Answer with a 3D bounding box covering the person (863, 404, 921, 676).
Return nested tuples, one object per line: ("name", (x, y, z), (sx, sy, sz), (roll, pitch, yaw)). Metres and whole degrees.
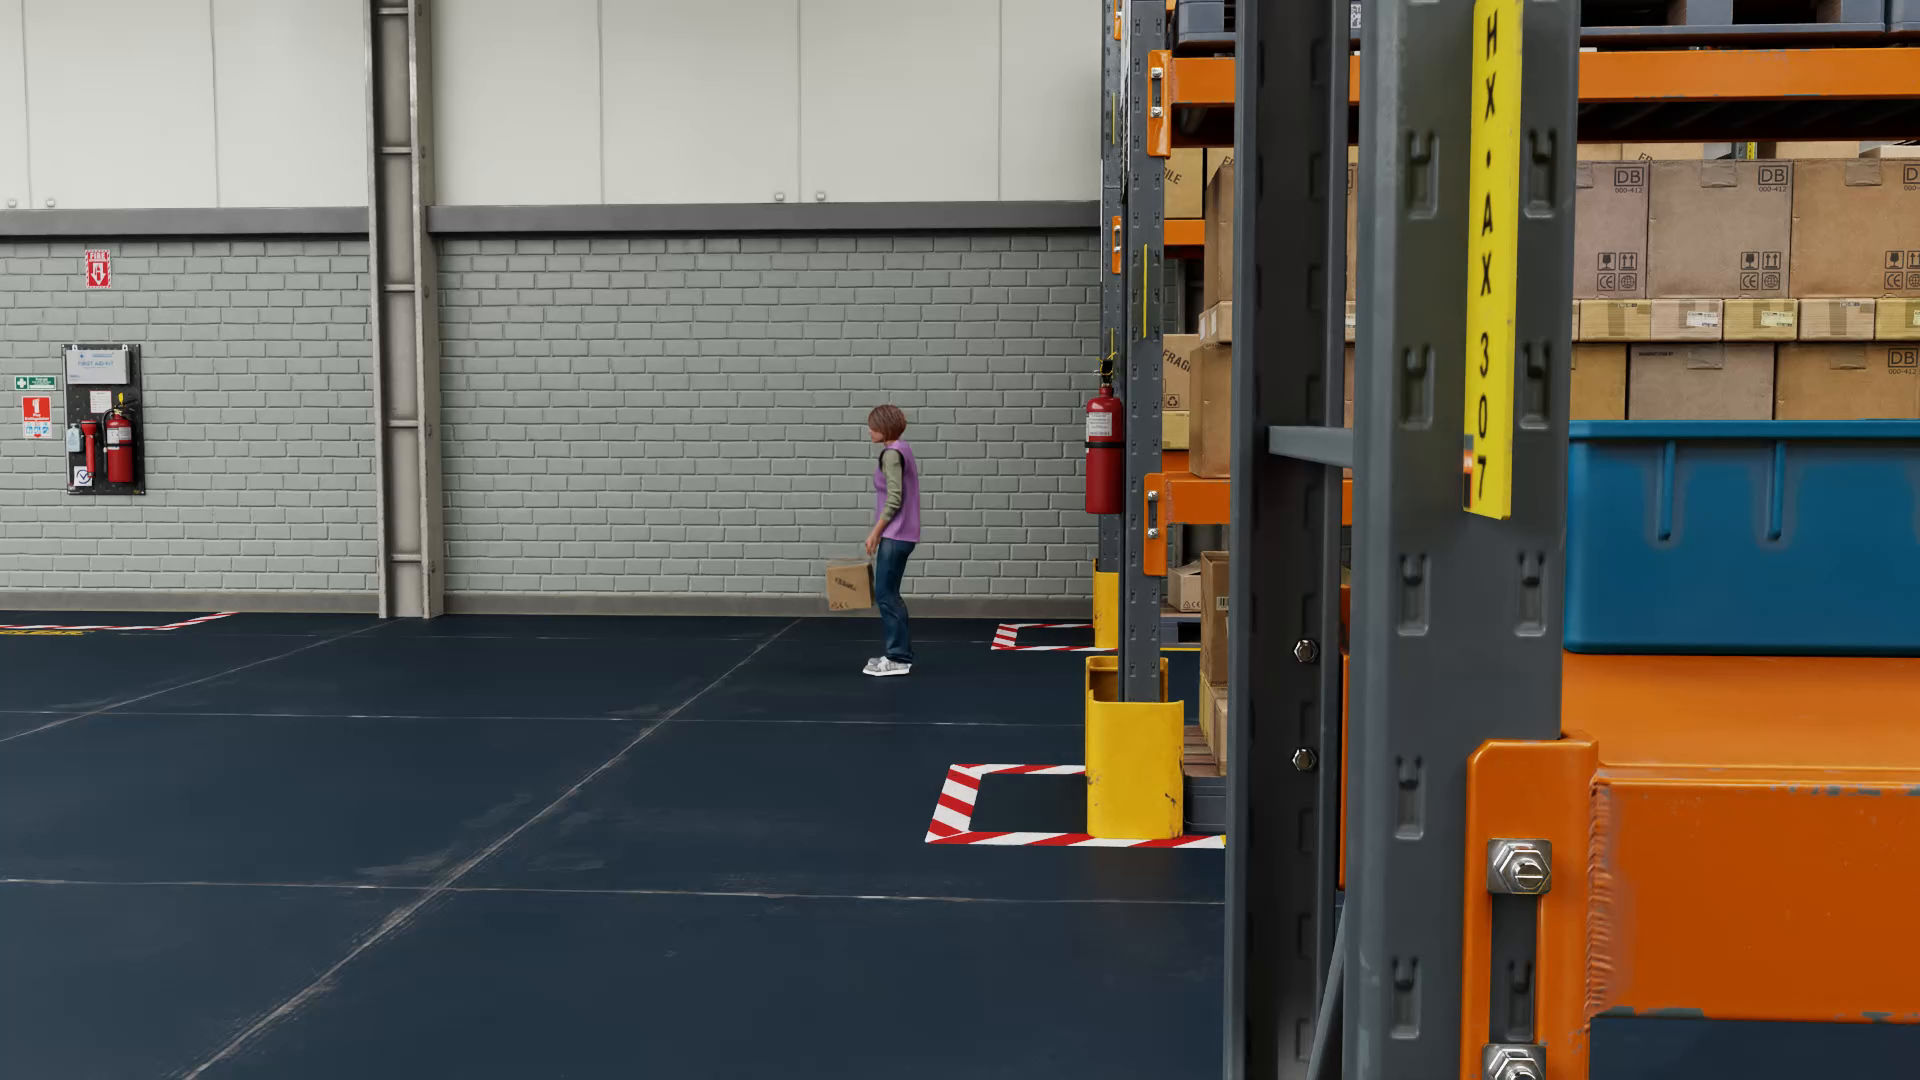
("person", (-0.401, -0.003, 9.860), (0.336, 1.599, 0.450), (0, 4, 2))
